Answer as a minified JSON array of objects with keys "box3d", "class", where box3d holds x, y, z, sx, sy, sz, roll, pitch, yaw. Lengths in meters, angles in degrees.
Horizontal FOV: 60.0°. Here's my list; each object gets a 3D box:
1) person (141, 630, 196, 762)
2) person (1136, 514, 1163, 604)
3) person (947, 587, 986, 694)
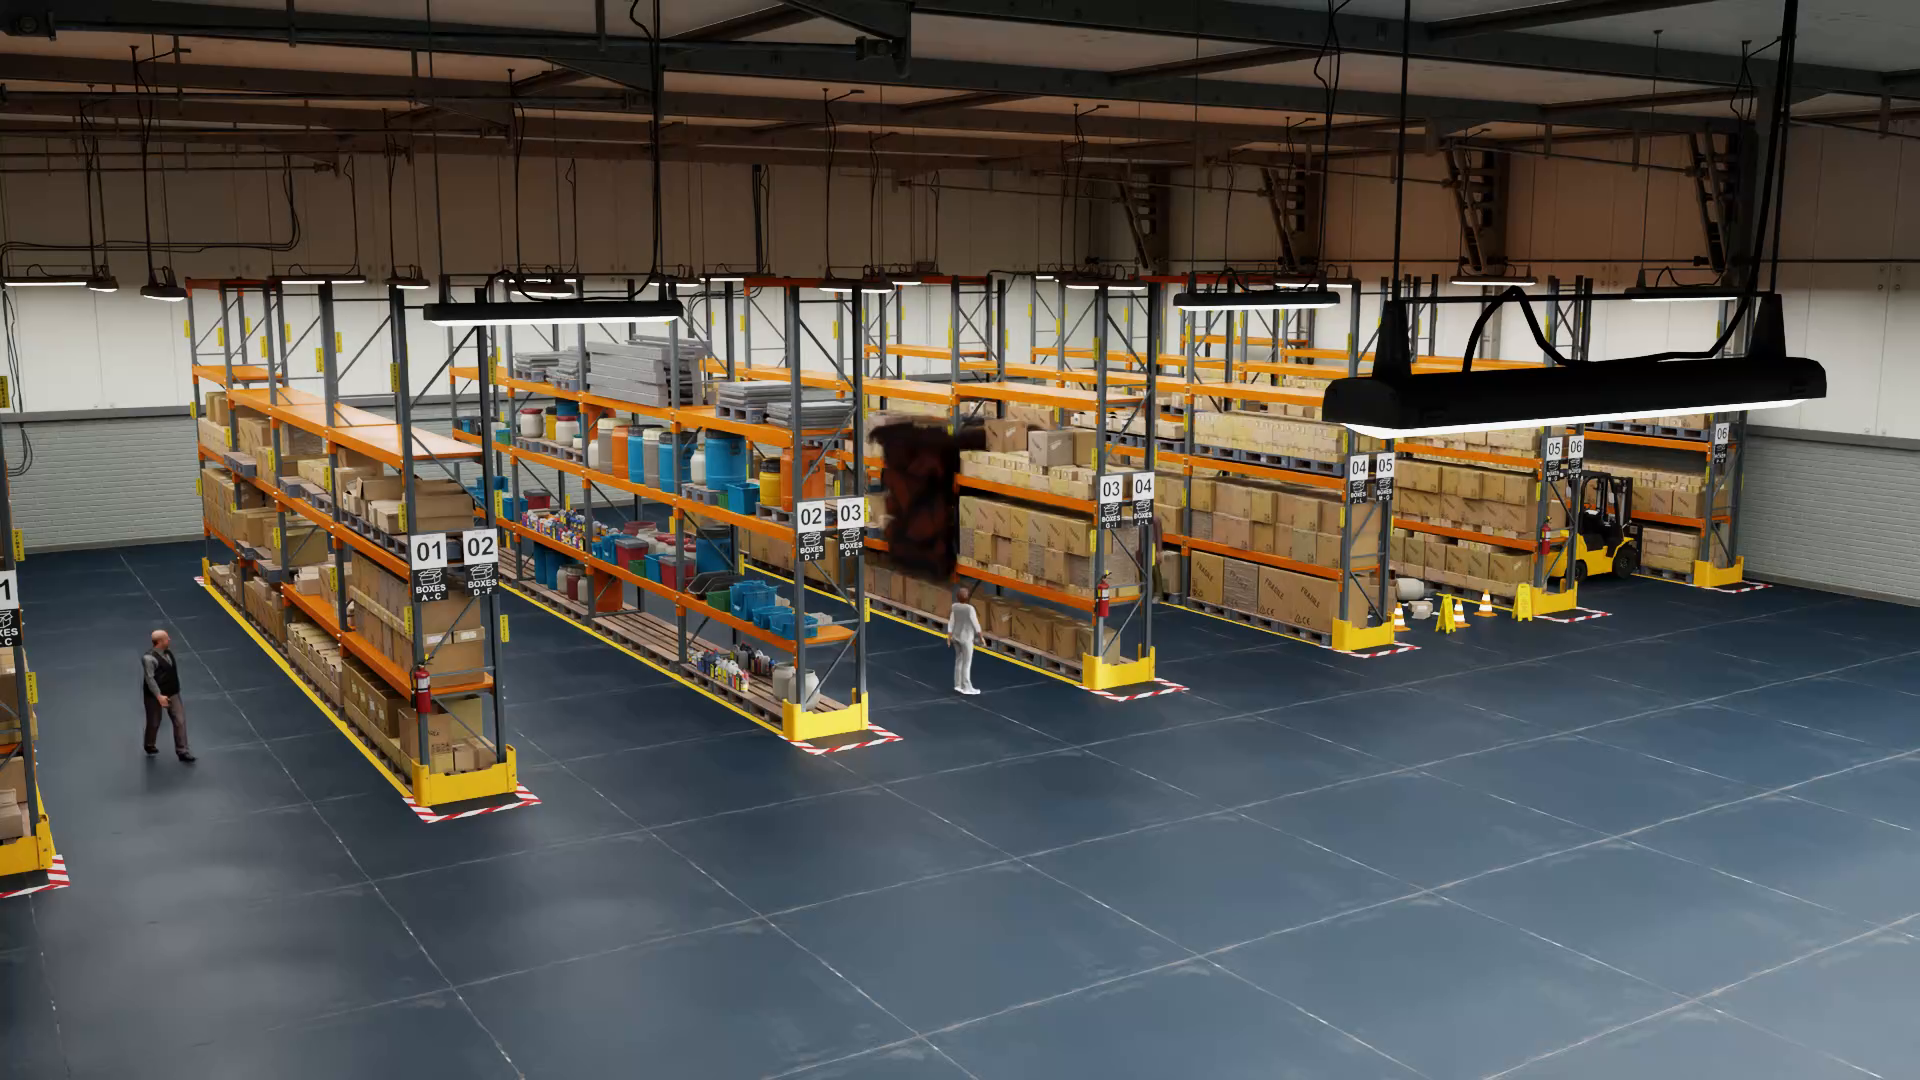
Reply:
[{"box3d":[-10.151,1.982,21.163,0.977,1.686,0.475,8,13,40],"class":"person"},{"box3d":[3.356,0.260,29.623,0.584,1.684,0.440,7,12,37],"class":"person"},{"box3d":[0.088,1.495,24.453,0.438,1.611,0.498,-8,12,-39],"class":"person"}]
